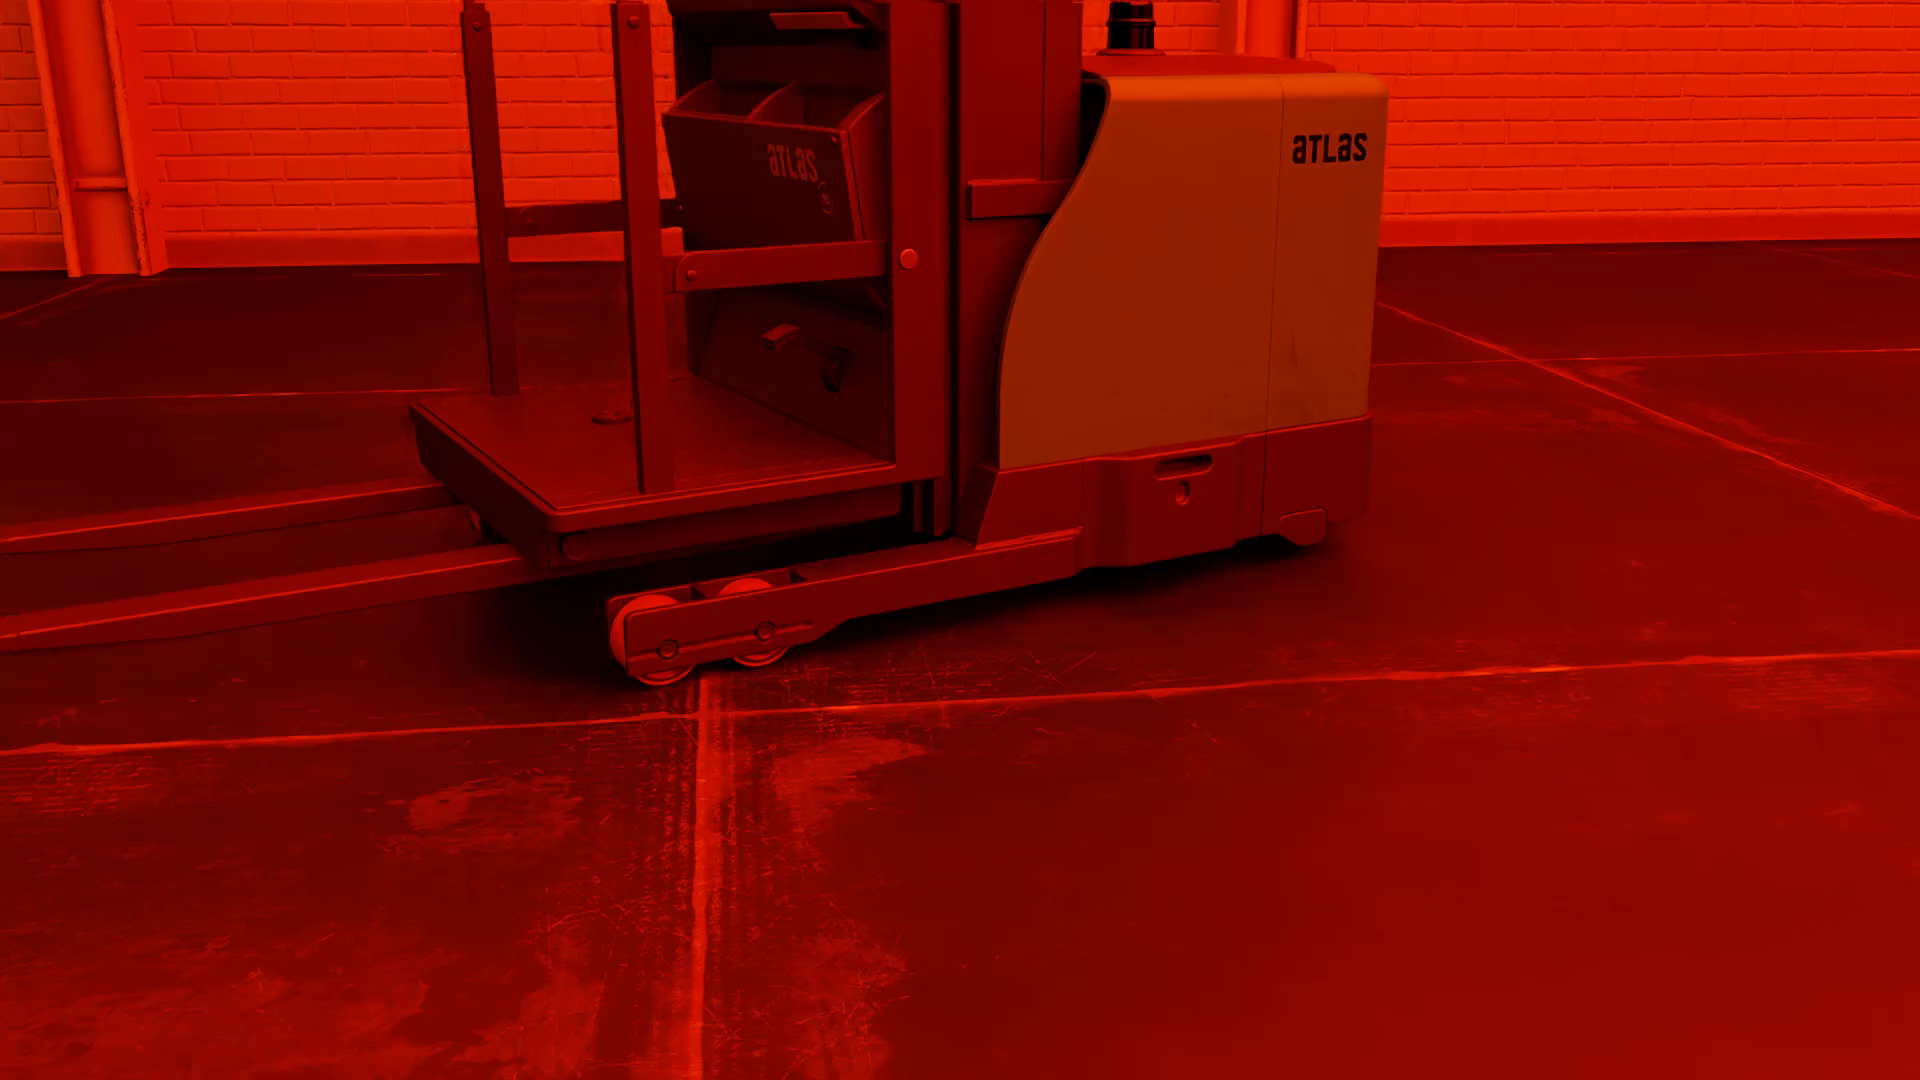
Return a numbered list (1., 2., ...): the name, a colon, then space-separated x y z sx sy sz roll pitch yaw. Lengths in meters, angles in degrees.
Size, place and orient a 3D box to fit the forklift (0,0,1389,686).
1. forklift: -0.570 -1.308 3.227 3.031 2.935 1.130 -10 19 -29
